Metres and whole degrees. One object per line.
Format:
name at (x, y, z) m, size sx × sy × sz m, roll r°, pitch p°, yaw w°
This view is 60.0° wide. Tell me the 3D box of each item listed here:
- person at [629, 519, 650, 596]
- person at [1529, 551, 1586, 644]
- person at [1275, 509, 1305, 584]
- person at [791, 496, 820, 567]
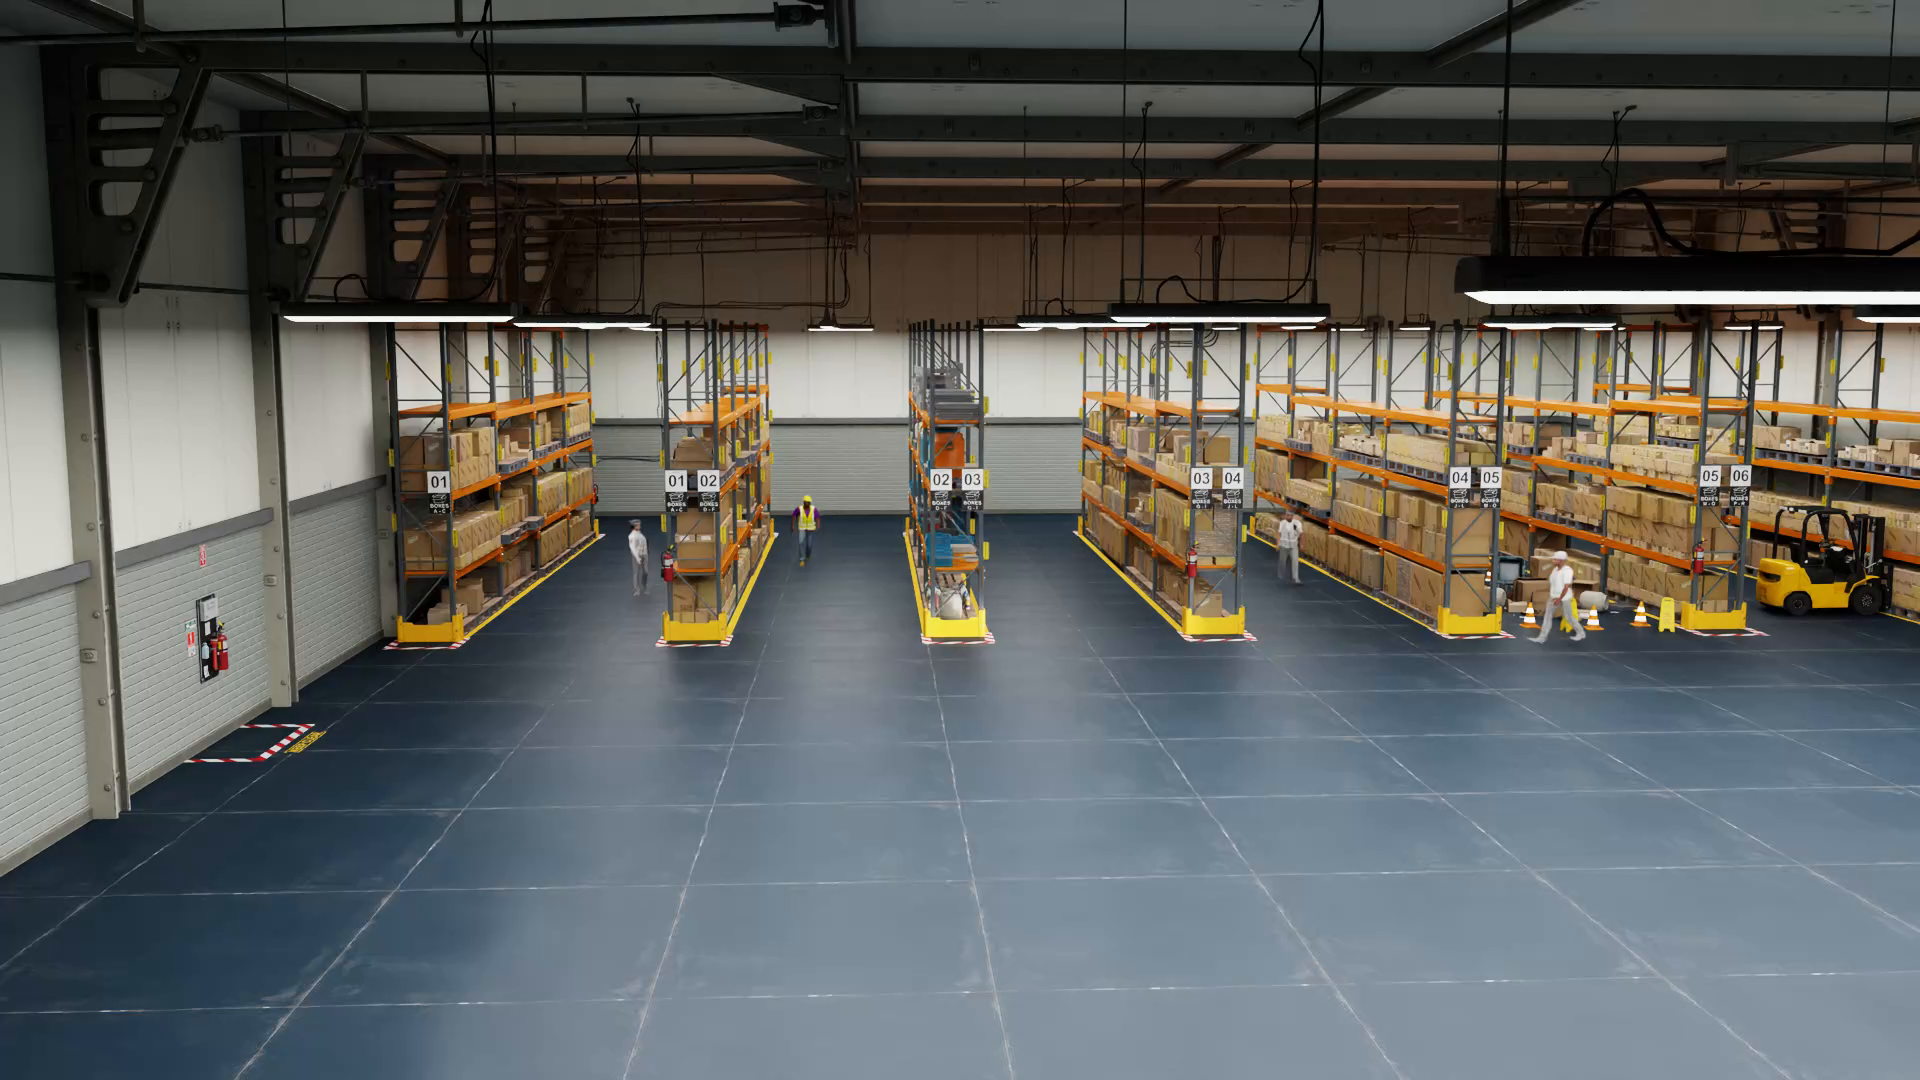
person at (-7.053, 0.399, 36.590) m, size 0.514 × 1.716 × 0.532 m, roll -6°, pitch 9°, yaw -39°
person at (11.110, 1.071, 30.809) m, size 1.037 × 1.735 × 0.546 m, roll -3°, pitch 8°, yaw -22°
person at (7.629, 0.127, 38.396) m, size 0.711 × 1.709 × 1.060 m, roll 0°, pitch 7°, yaw -3°
person at (-3.856, -0.242, 41.506) m, size 0.730 × 1.742 × 0.994 m, roll 0°, pitch 7°, yaw -2°
